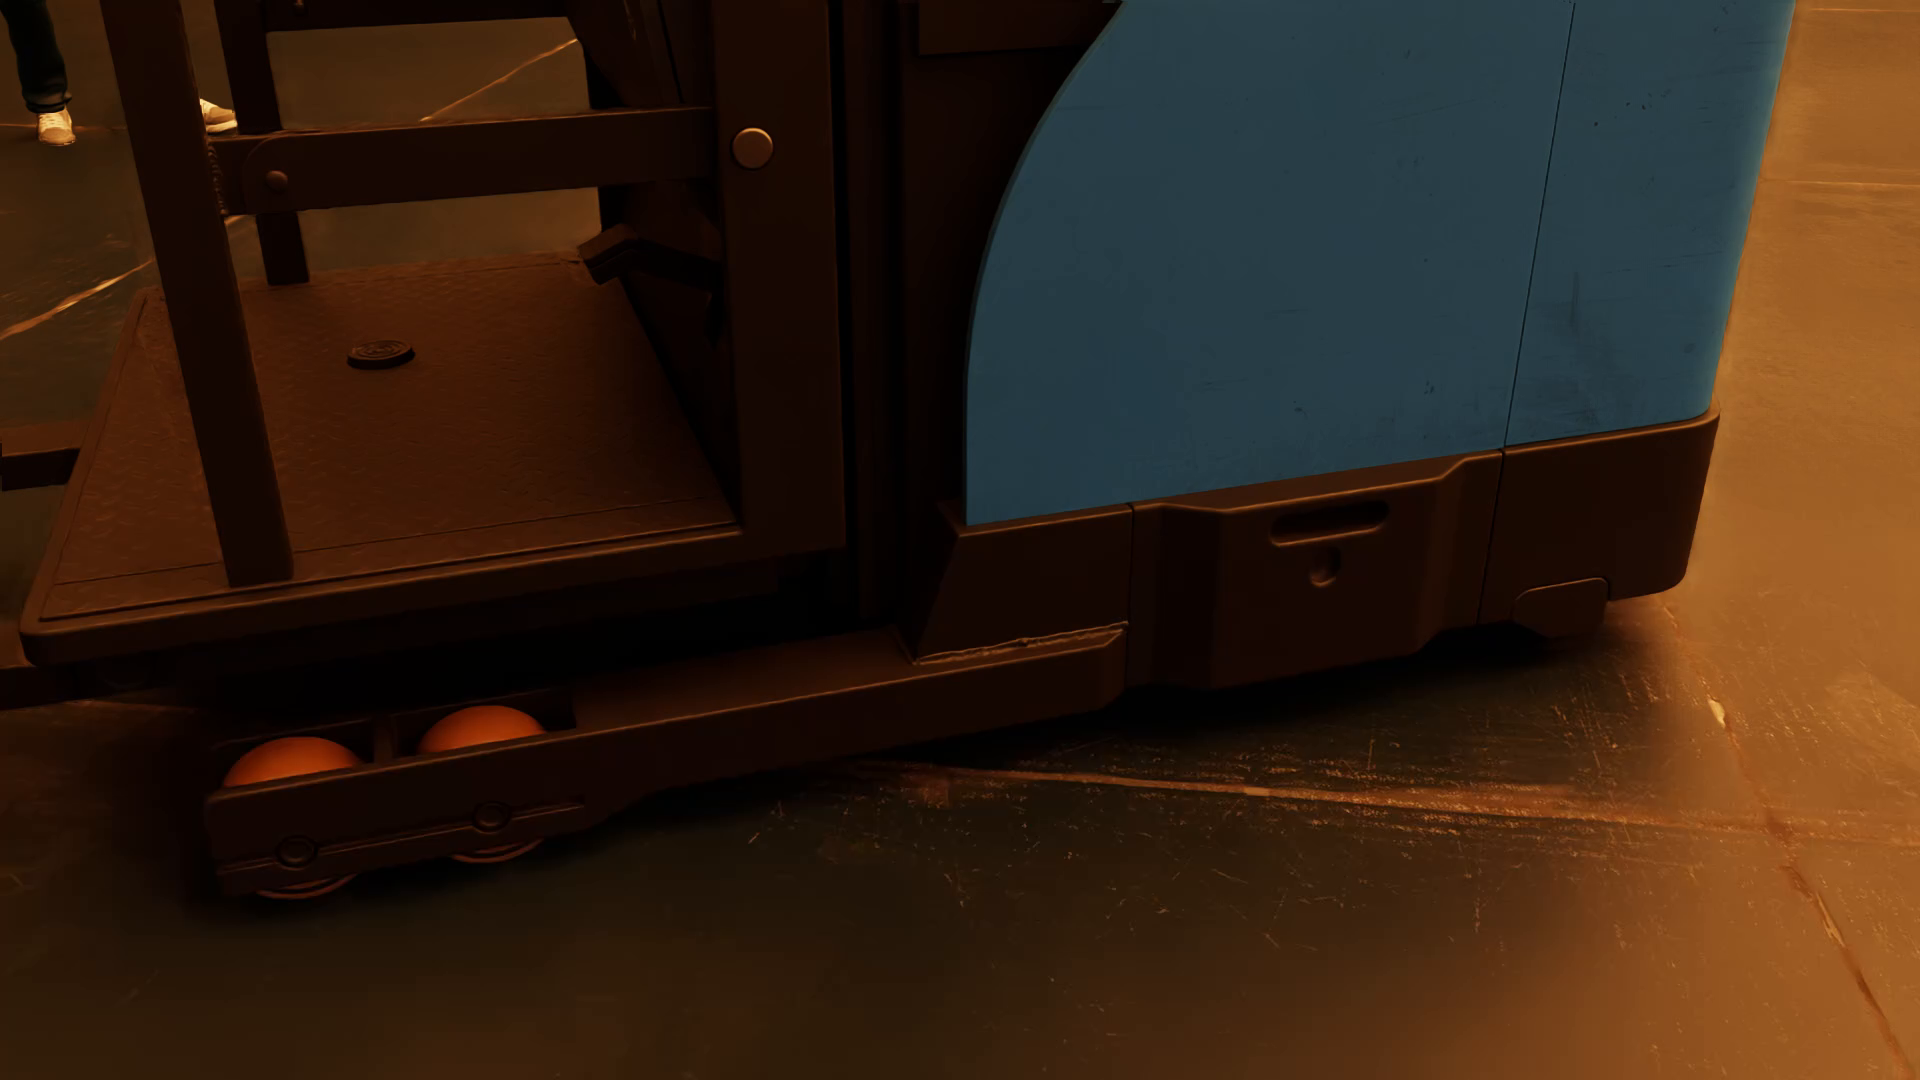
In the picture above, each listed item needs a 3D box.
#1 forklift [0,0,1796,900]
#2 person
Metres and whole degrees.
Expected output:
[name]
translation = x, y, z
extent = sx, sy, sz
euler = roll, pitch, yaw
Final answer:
[forklift]
translation = -0.585, -1.200, 1.622
extent = 3.031, 2.935, 1.130
euler = -8, 28, -16
[person]
translation = -2.494, -1.847, 4.519
extent = 0.744, 1.564, 0.414
euler = -12, 29, -23
